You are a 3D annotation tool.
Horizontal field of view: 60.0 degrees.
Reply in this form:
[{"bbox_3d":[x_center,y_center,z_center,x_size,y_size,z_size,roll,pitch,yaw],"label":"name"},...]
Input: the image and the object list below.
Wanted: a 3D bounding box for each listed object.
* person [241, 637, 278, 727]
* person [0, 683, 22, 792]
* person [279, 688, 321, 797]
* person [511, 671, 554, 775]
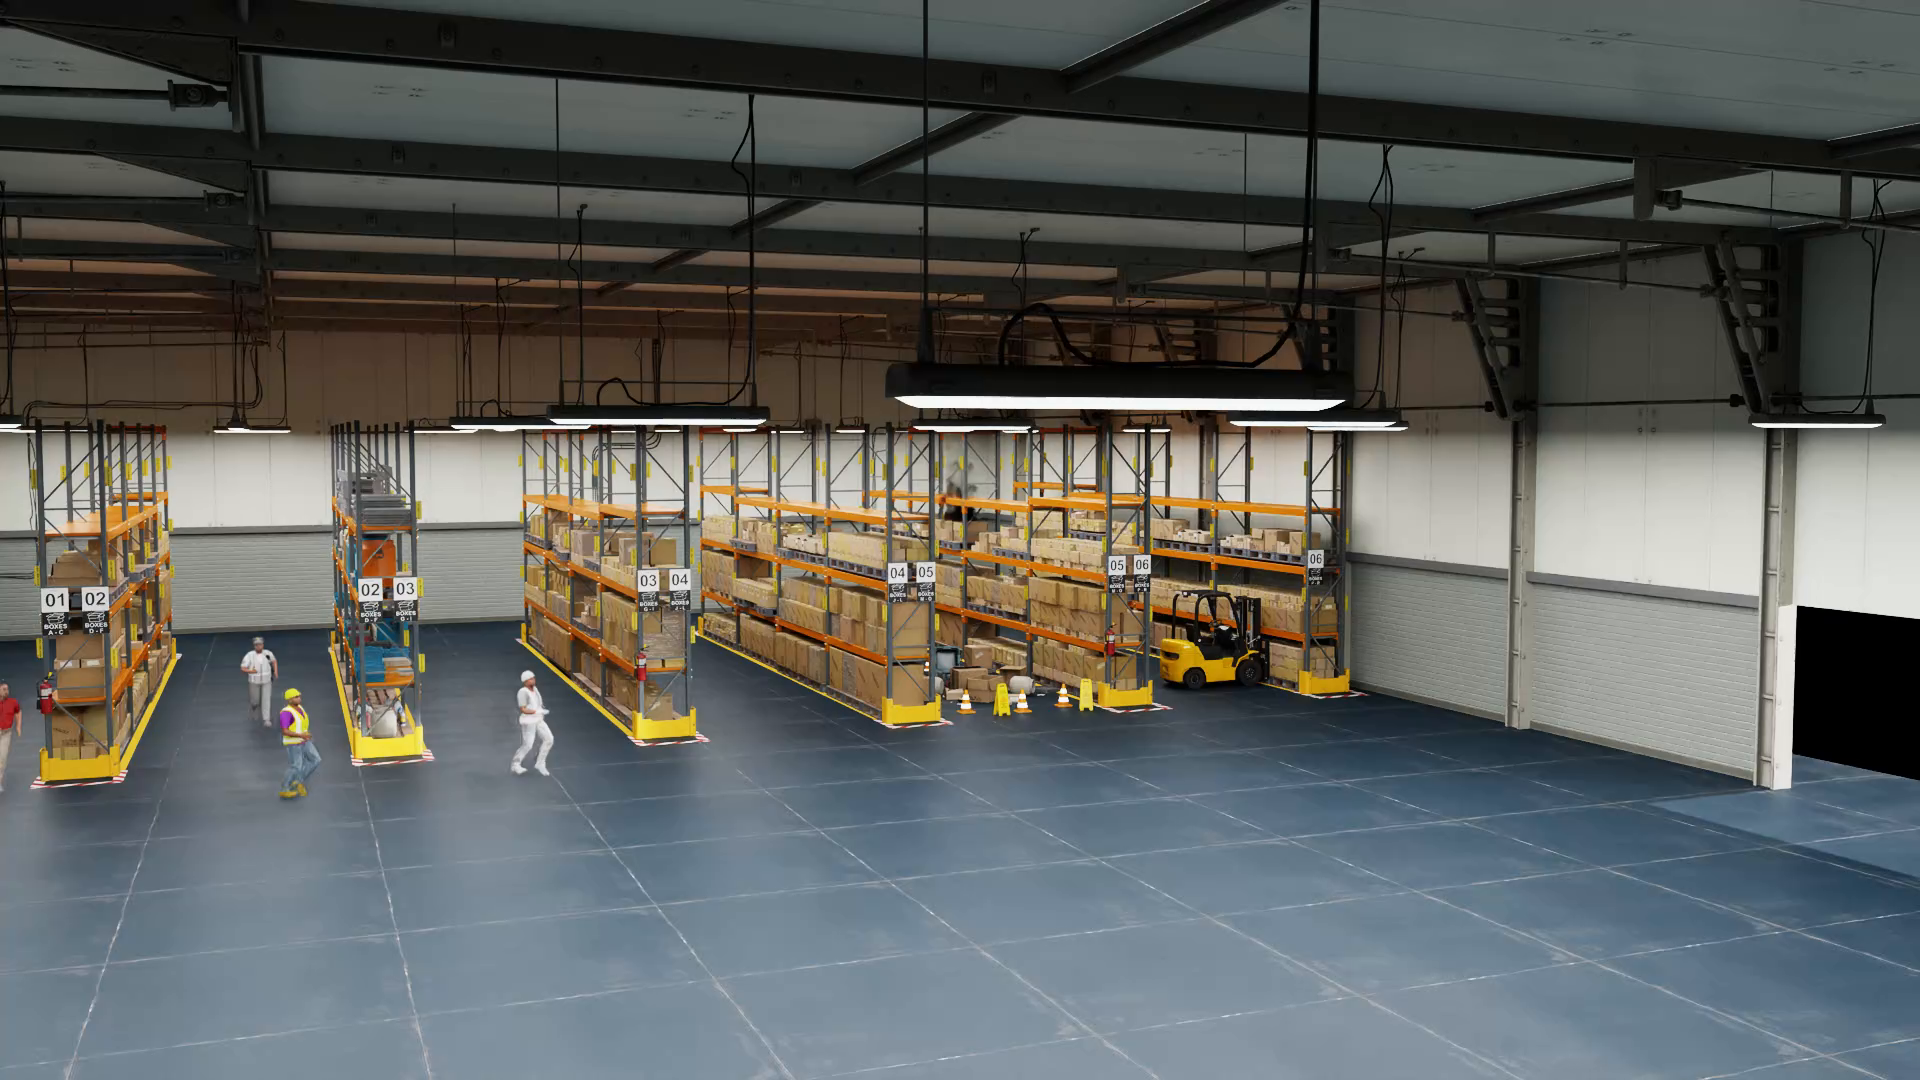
[{"bbox_3d":[-13.753,2.765,32.701,0.677,1.721,1.100,-2,4,-29],"label":"person"},{"bbox_3d":[-15.651,3.185,27.089,0.844,1.705,0.746,3,5,41],"label":"person"},{"bbox_3d":[-10.484,3.209,26.345,0.653,1.737,0.712,1,4,8],"label":"person"},{"bbox_3d":[-7.223,3.100,28.072,0.743,1.806,0.692,1,4,14],"label":"person"}]
